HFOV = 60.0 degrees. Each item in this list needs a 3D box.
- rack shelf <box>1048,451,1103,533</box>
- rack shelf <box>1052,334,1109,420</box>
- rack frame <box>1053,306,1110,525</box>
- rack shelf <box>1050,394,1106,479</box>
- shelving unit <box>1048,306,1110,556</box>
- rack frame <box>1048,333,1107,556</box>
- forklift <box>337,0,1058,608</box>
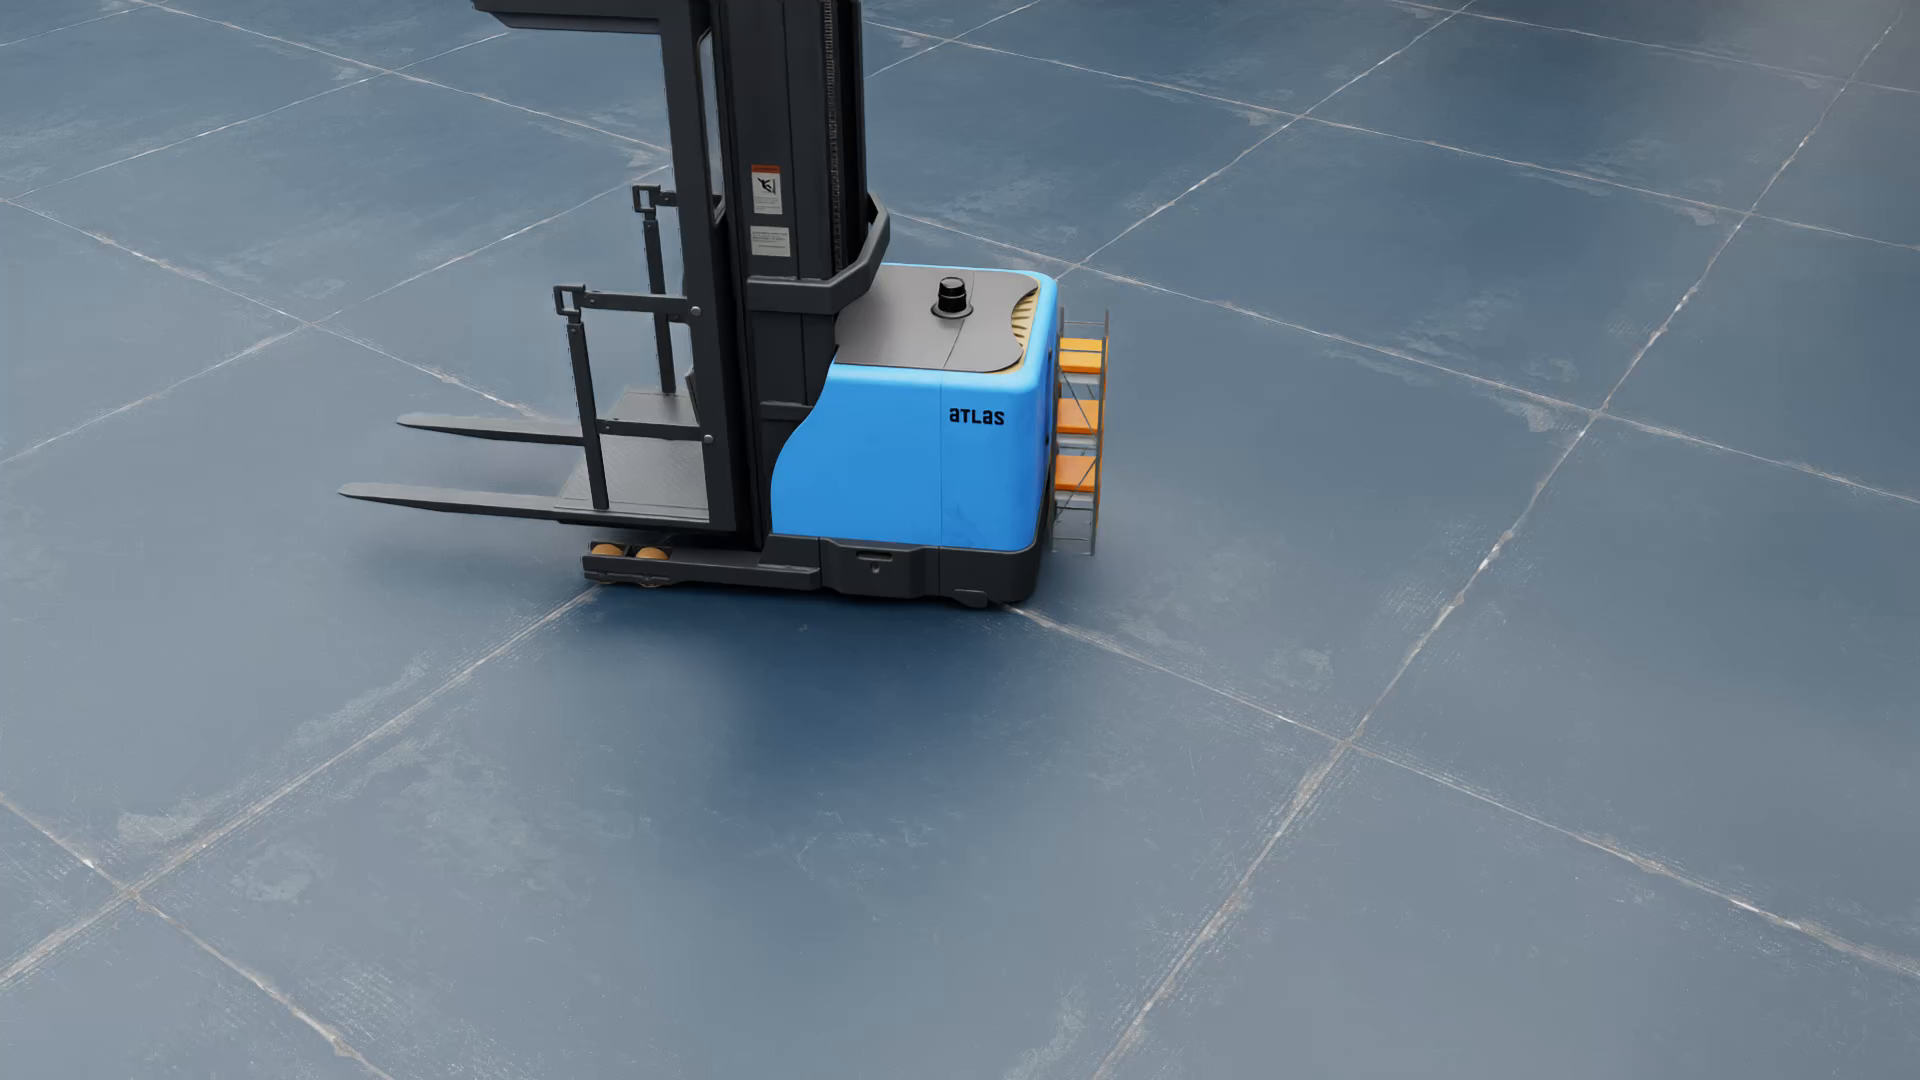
[{"bbox_3d":[0.495,-0.205,7.131,0.215,0.259,0.240,4,34,6],"label":"rack shelf"},{"bbox_3d":[0.495,-0.671,6.817,0.215,0.259,0.240,4,34,6],"label":"rack shelf"},{"bbox_3d":[0.510,-0.512,7.070,0.200,1.050,0.008,4,34,6],"label":"rack frame"},{"bbox_3d":[0.495,-0.435,6.976,0.215,0.259,0.240,4,34,6],"label":"rack shelf"},{"bbox_3d":[0.495,-0.444,6.970,0.215,1.050,0.252,4,34,6],"label":"shelving unit"},{"bbox_3d":[0.480,-0.376,6.869,0.200,1.050,0.008,4,34,6],"label":"rack frame"},{"bbox_3d":[-1.136,-1.302,6.559,3.031,2.935,1.130,4,34,7],"label":"forklift"}]
